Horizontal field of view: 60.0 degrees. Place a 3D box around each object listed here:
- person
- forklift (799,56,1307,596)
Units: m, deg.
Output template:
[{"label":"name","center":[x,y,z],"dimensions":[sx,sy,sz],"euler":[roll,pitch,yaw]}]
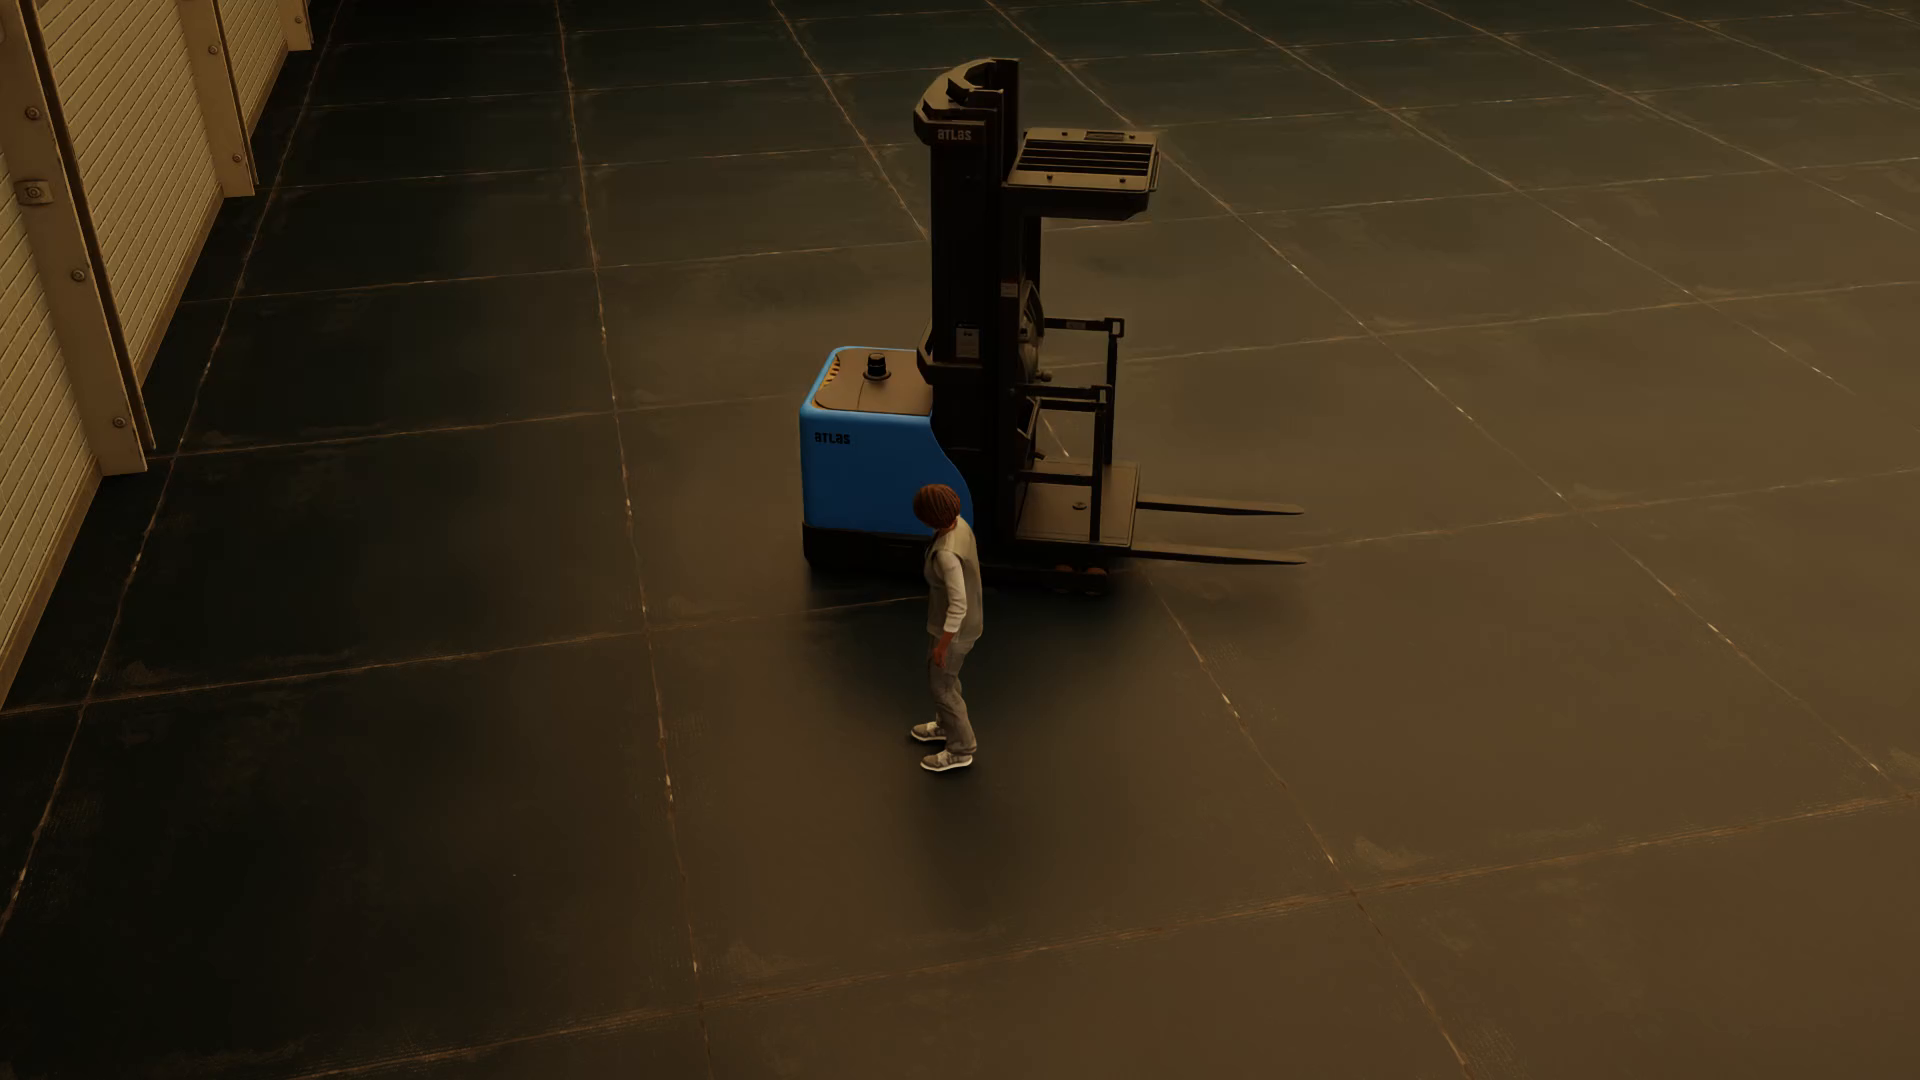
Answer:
[{"label":"person","center":[-0.073,0.418,8.192],"dimensions":[0.371,1.592,0.523],"euler":[0,30,0]},{"label":"forklift","center":[0.603,-1.222,9.686],"dimensions":[3.031,2.935,1.130],"euler":[4,30,8]}]
